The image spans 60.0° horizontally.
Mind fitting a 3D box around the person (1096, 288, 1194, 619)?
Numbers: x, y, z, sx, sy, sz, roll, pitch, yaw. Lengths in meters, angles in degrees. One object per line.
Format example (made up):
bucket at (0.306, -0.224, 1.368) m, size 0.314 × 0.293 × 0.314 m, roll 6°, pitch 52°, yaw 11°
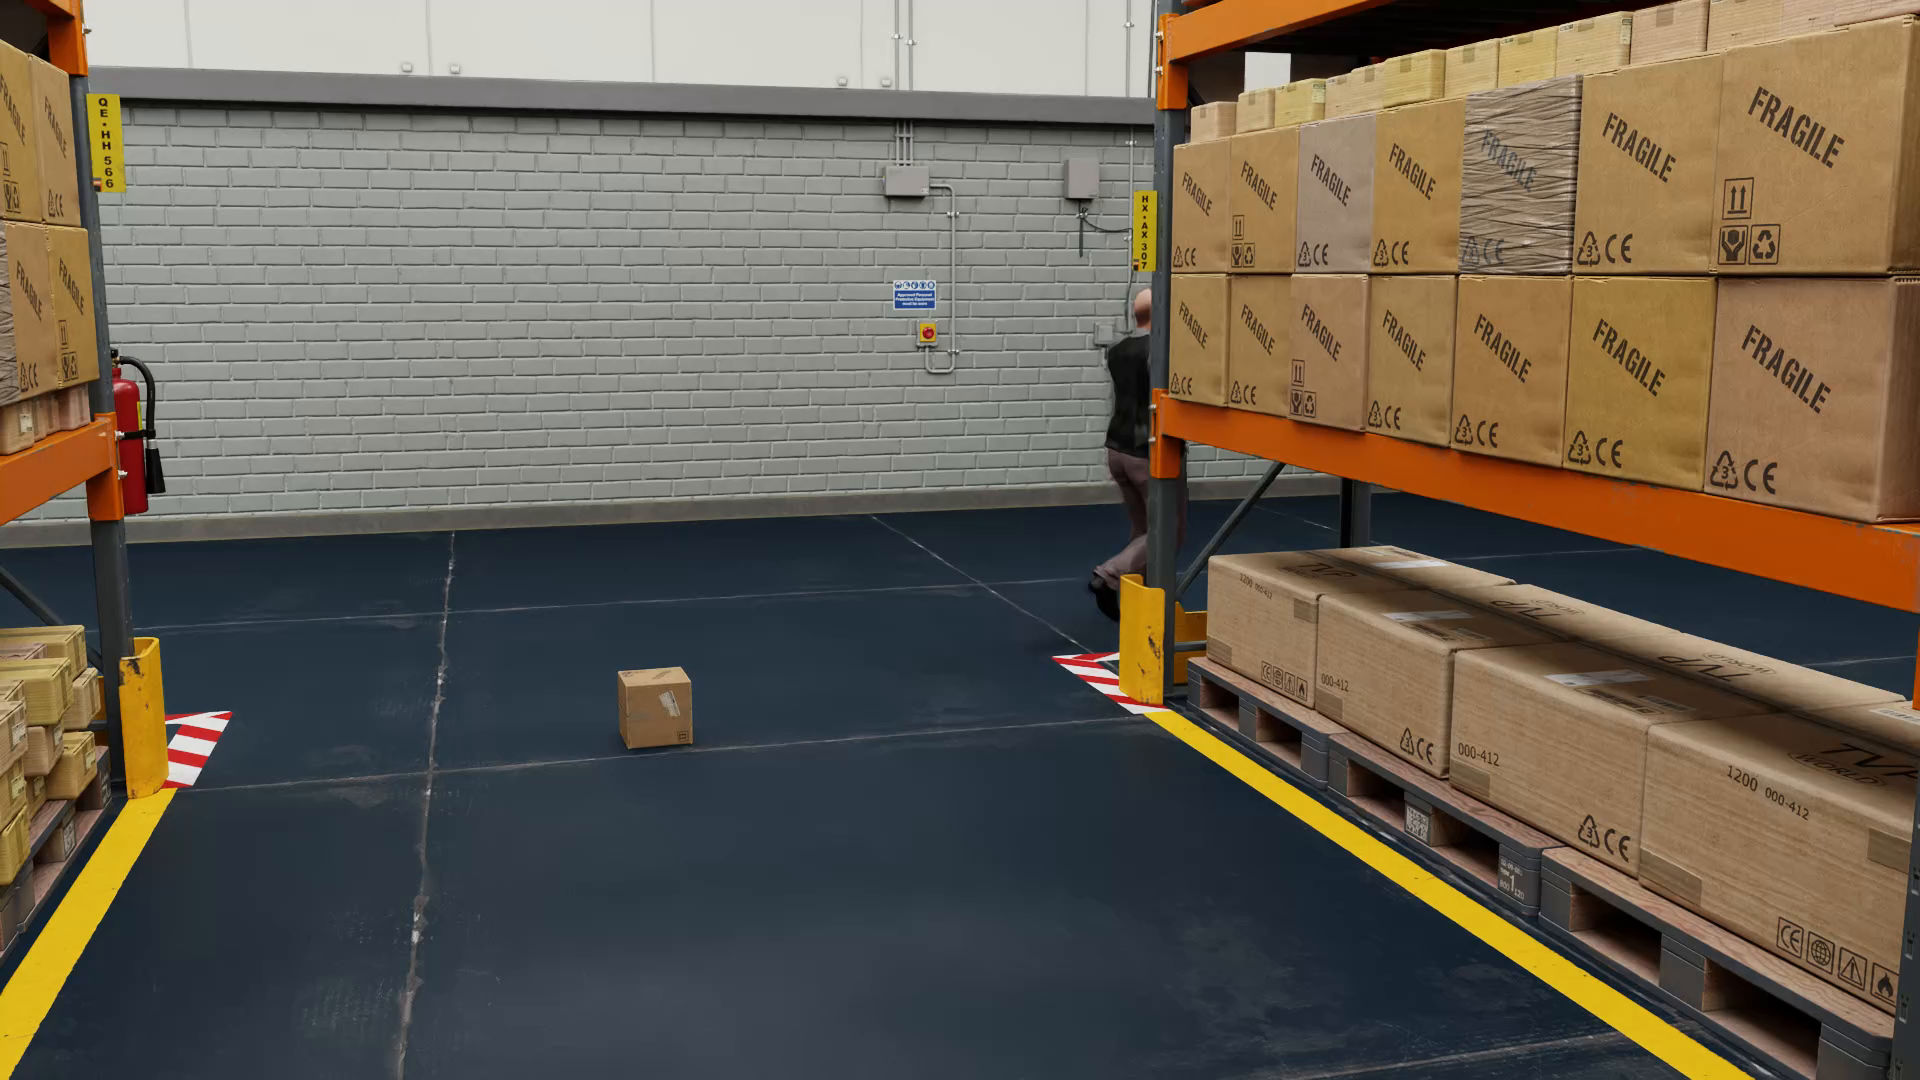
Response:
person at (0.912, -0.401, 8.355) m, size 0.627 × 1.716 × 0.584 m, roll -5°, pitch 10°, yaw -27°
